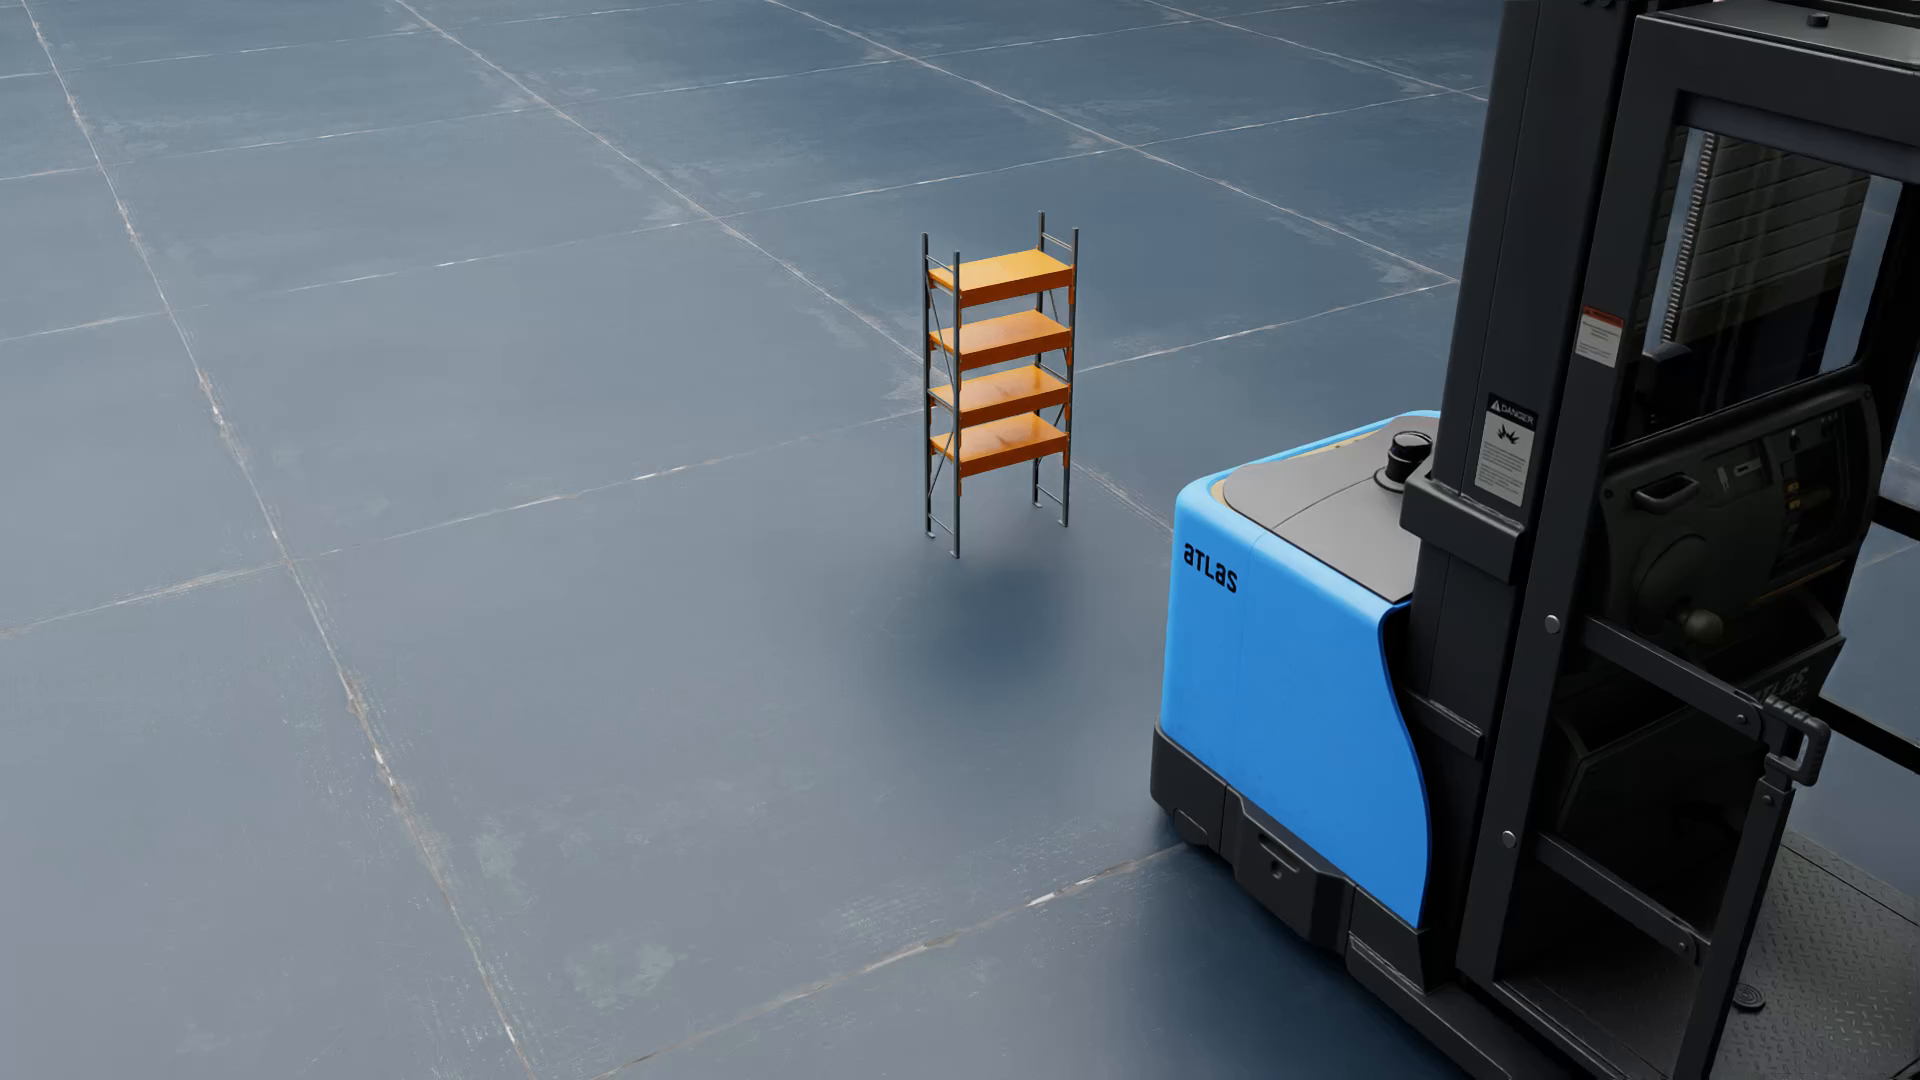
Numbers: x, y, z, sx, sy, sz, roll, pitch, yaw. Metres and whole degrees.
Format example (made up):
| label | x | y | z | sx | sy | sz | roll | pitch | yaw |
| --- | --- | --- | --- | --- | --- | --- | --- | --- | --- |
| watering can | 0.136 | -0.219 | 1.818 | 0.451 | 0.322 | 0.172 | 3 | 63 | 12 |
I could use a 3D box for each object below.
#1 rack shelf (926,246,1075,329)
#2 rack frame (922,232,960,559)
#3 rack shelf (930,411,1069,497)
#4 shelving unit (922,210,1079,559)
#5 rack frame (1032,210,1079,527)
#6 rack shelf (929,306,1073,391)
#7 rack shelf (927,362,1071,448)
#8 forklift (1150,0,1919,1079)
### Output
| label | x | y | z | sx | sy | sz | roll | pitch | yaw |
| --- | --- | --- | --- | --- | --- | --- | --- | --- | --- |
| rack shelf | 0.143 | -0.910 | 5.964 | 0.480 | 0.148 | 0.258 | -16 | 33 | -26 |
| rack frame | -0.068 | -0.506 | 6.045 | 0.015 | 1.200 | 0.240 | -16 | 33 | -26 |
| rack shelf | 0.143 | -0.333 | 6.282 | 0.480 | 0.148 | 0.258 | -16 | 33 | -26 |
| shelving unit | 0.143 | -0.566 | 6.154 | 0.503 | 1.200 | 0.258 | -16 | 33 | -26 |
| rack frame | 0.353 | -0.626 | 6.262 | 0.015 | 1.200 | 0.240 | -16 | 33 | -26 |
| rack shelf | 0.143 | -0.703 | 6.078 | 0.480 | 0.148 | 0.258 | -16 | 33 | -26 |
| rack shelf | 0.143 | -0.507 | 6.186 | 0.480 | 0.148 | 0.258 | -16 | 33 | -26 |
| forklift | 1.779 | -0.019 | 3.372 | 1.130 | 2.935 | 3.031 | -17 | 33 | -28 |
